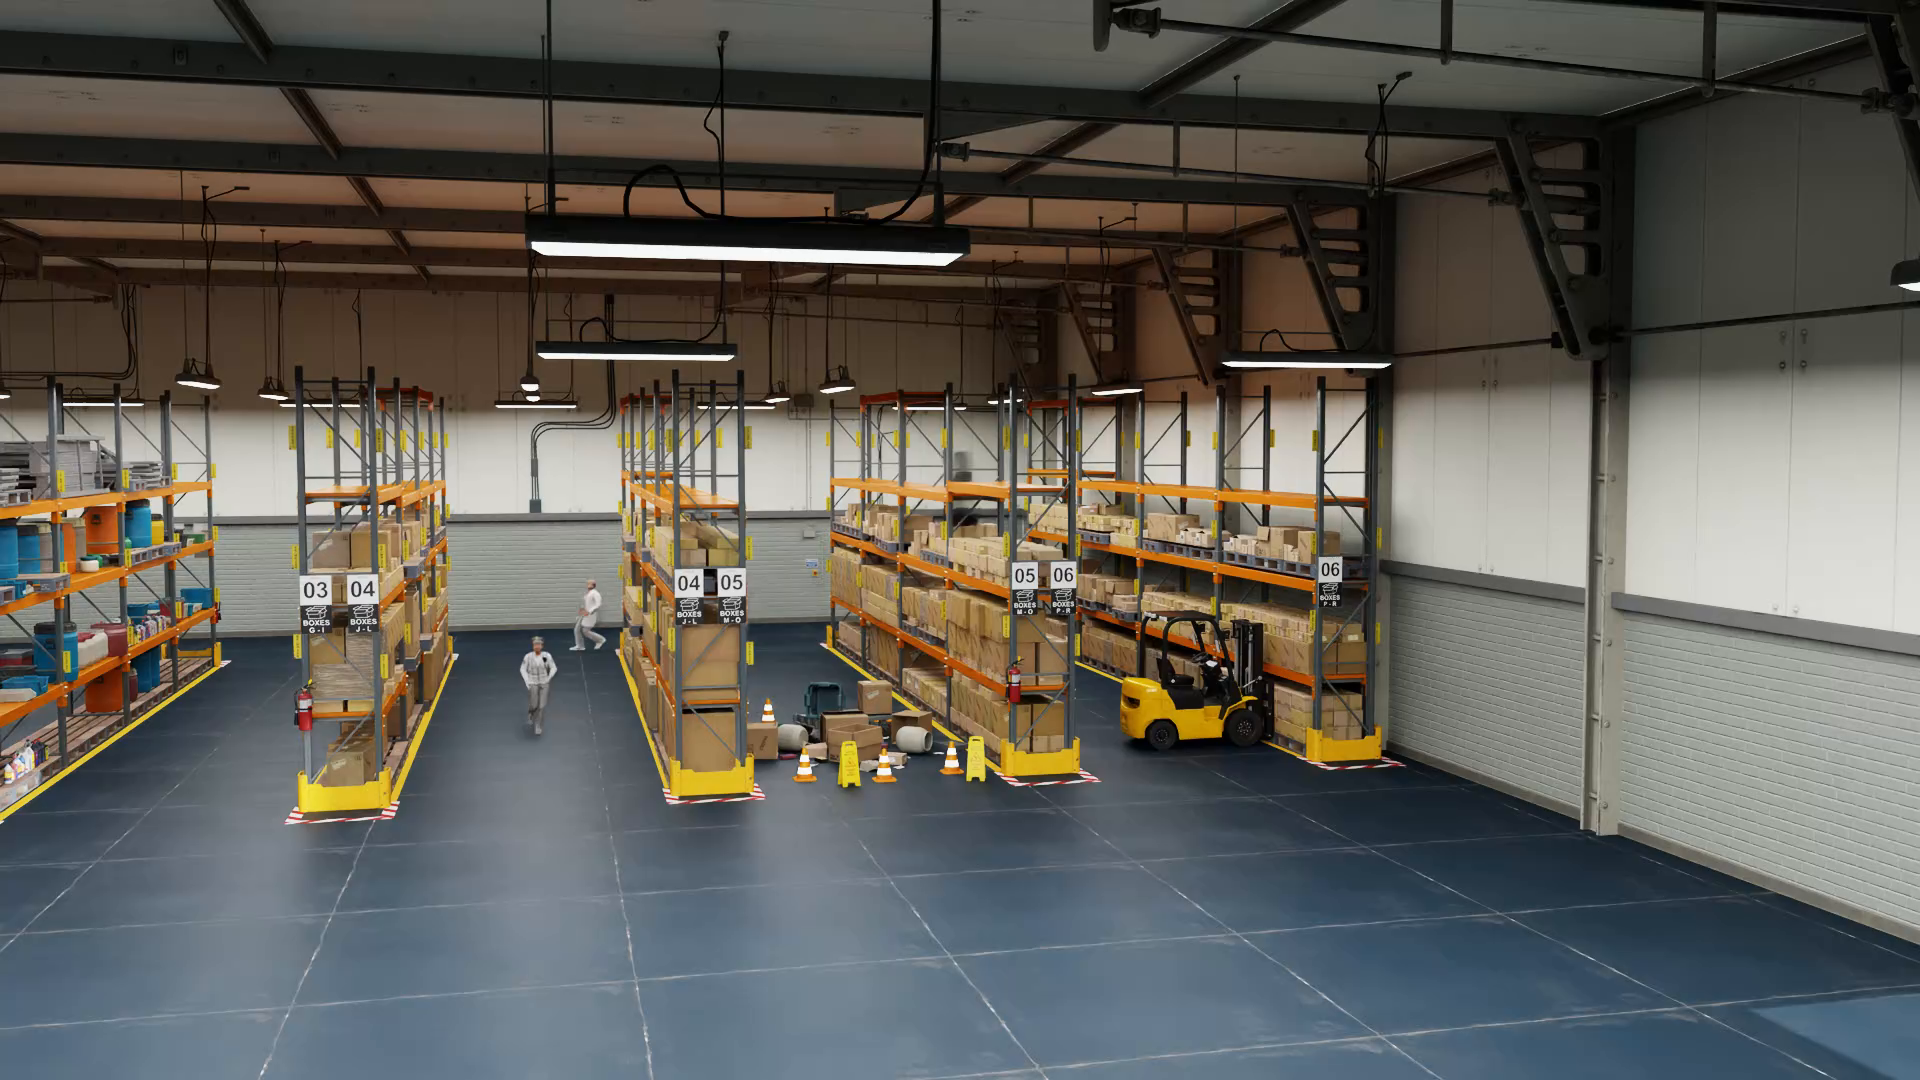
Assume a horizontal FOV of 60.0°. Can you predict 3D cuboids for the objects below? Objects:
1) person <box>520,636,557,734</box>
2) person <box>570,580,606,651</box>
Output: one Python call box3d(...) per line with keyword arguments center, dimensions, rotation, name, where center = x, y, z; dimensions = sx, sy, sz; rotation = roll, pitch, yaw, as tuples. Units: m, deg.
box3d(center=(-7.225, 2.477, 28.549), dimensions=(0.609, 1.671, 0.585), rotation=(-1, 4, -17), name="person")
box3d(center=(-8.840, 1.787, 39.561), dimensions=(0.829, 1.699, 0.742), rotation=(-2, 4, -33), name="person")
